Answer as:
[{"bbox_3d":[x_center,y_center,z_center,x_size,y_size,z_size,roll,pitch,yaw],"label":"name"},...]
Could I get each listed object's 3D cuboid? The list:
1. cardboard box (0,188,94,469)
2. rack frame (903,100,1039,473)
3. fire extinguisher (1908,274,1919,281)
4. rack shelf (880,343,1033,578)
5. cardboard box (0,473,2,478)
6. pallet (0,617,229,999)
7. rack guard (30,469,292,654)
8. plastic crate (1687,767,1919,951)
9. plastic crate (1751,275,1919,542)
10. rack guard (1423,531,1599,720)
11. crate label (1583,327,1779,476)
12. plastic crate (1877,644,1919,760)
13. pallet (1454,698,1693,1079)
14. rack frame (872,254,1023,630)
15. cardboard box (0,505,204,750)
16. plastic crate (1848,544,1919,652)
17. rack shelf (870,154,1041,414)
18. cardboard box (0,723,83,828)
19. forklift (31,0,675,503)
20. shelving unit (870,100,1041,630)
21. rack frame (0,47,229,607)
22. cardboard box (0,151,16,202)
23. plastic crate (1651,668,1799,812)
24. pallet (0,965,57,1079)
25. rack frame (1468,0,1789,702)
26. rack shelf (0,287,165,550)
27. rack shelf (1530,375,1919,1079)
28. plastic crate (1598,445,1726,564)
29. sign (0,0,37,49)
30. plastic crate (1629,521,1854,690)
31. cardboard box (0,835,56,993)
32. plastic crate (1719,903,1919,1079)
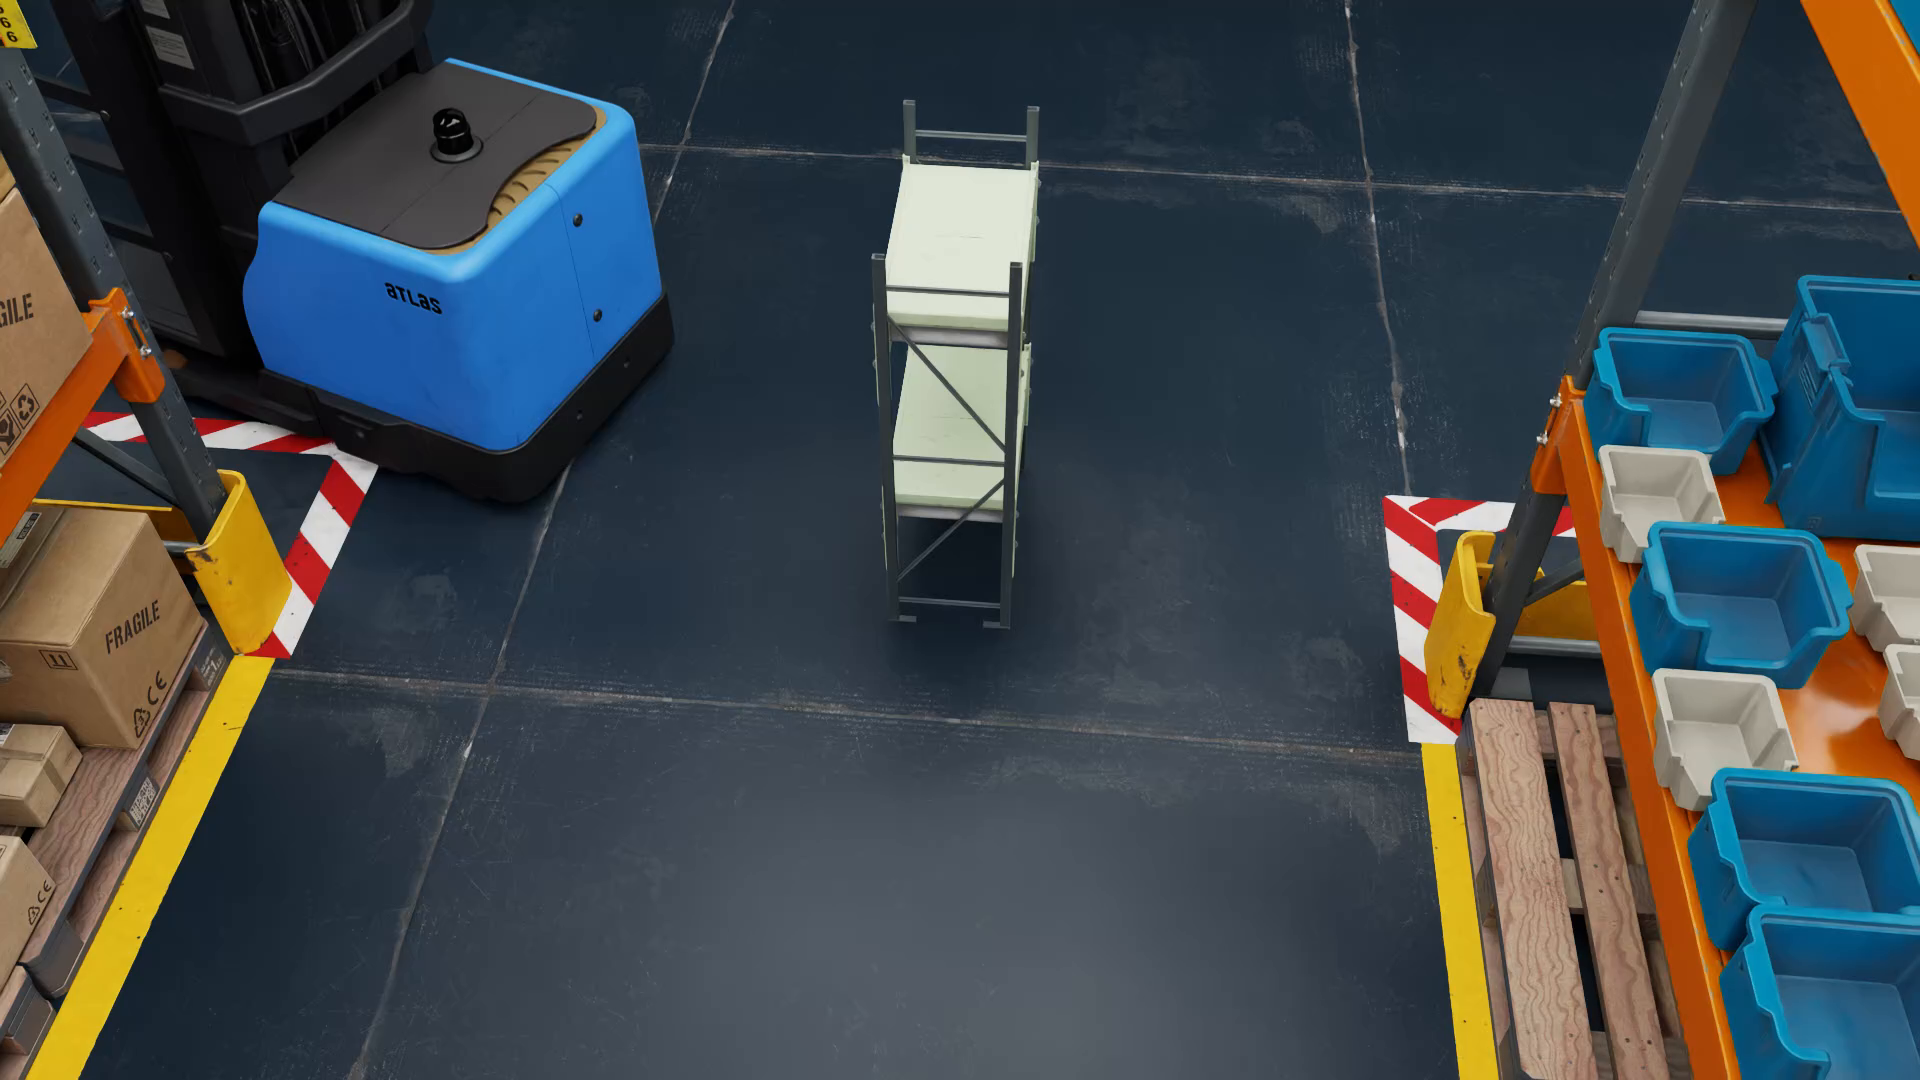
[{"bbox_3d":[-2.605,-0.545,4.148,0.500,0.500,0.500,5,48,5],"label":"cardboard box"},{"bbox_3d":[0.033,-0.770,5.438,0.400,1.500,0.023,4,48,4],"label":"rack frame"},{"bbox_3d":[2.563,-0.451,4.435,0.296,0.674,0.183,4,48,4],"label":"fire extinguisher"},{"bbox_3d":[-0.001,-0.281,5.433,0.431,0.370,0.720,4,48,4],"label":"rack shelf"},{"bbox_3d":[-2.649,-0.164,3.799,0.500,0.500,0.500,4,48,4],"label":"cardboard box"},{"bbox_3d":[-2.914,0.724,4.945,1.003,0.211,1.213,4,48,4],"label":"pallet"},{"bbox_3d":[-2.842,0.040,5.374,1.175,0.500,0.348,4,48,4],"label":"rack guard"},{"bbox_3d":[1.627,0.640,3.205,0.416,0.233,0.300,4,48,4],"label":"plastic crate"},{"bbox_3d":[2.252,-0.297,3.924,0.616,0.435,0.499,4,48,4],"label":"plastic crate"},{"bbox_3d":[2.086,0.302,5.135,1.175,0.500,0.348,4,48,4],"label":"rack guard"},{"bbox_3d":[1.747,-0.328,4.090,0.416,0.233,0.303,4,48,4],"label":"crate label"},{"bbox_3d":[2.162,0.369,3.518,0.396,0.136,0.243,4,48,4],"label":"plastic crate"},{"bbox_3d":[1.983,1.021,4.673,1.003,0.211,1.213,4,48,4],"label":"pallet"},{"bbox_3d":[-0.034,-0.232,4.946,0.400,1.500,0.023,4,48,4],"label":"rack frame"},{"bbox_3d":[-2.640,0.252,4.882,0.500,0.500,0.500,4,48,4],"label":"cardboard box"},{"bbox_3d":[2.203,0.157,3.712,0.396,0.136,0.243,4,48,4],"label":"plastic crate"},{"bbox_3d":[-0.001,-0.765,4.904,0.431,0.370,0.720,4,48,4],"label":"rack shelf"},{"bbox_3d":[-2.766,0.656,4.739,0.380,0.166,0.250,4,48,4],"label":"cardboard box"},{"bbox_3d":[-2.649,-1.870,5.474,3.031,2.935,1.130,19,50,17],"label":"forklift"},{"bbox_3d":[-0.001,-0.501,5.192,0.431,1.500,0.755,4,48,4],"label":"shelving unit"},{"bbox_3d":[-2.835,-0.859,4.503,1.000,3.000,0.127,4,48,4],"label":"rack frame"},{"bbox_3d":[-2.602,-0.885,3.781,0.500,0.500,0.500,3,48,3],"label":"cardboard box"},{"bbox_3d":[1.573,0.434,3.459,0.250,0.136,0.298,4,48,4],"label":"plastic crate"},{"bbox_3d":[-3.028,1.618,4.127,1.003,0.211,1.213,4,48,4],"label":"pallet"},{"bbox_3d":[2.097,-0.523,4.196,1.000,3.000,0.127,4,48,4],"label":"rack frame"},{"bbox_3d":[-3.018,0.853,3.424,1.077,0.370,4.000,4,48,4],"label":"rack shelf"},{"bbox_3d":[1.915,1.189,3.117,1.077,0.370,4.000,4,48,4],"label":"rack shelf"},{"bbox_3d":[1.635,-0.065,3.915,0.250,0.136,0.298,4,48,4],"label":"plastic crate"},{"bbox_3d":[-2.285,-1.304,3.911,0.100,0.325,0.005,4,48,4],"label":"sign"},{"bbox_3d":[1.687,0.156,3.647,0.416,0.233,0.300,4,48,4],"label":"plastic crate"},{"bbox_3d":[-2.756,1.033,4.338,0.500,0.250,0.500,4,48,4],"label":"cardboard box"},{"bbox_3d":[1.599,0.861,3.003,0.416,0.233,0.300,4,48,4],"label":"plastic crate"}]
